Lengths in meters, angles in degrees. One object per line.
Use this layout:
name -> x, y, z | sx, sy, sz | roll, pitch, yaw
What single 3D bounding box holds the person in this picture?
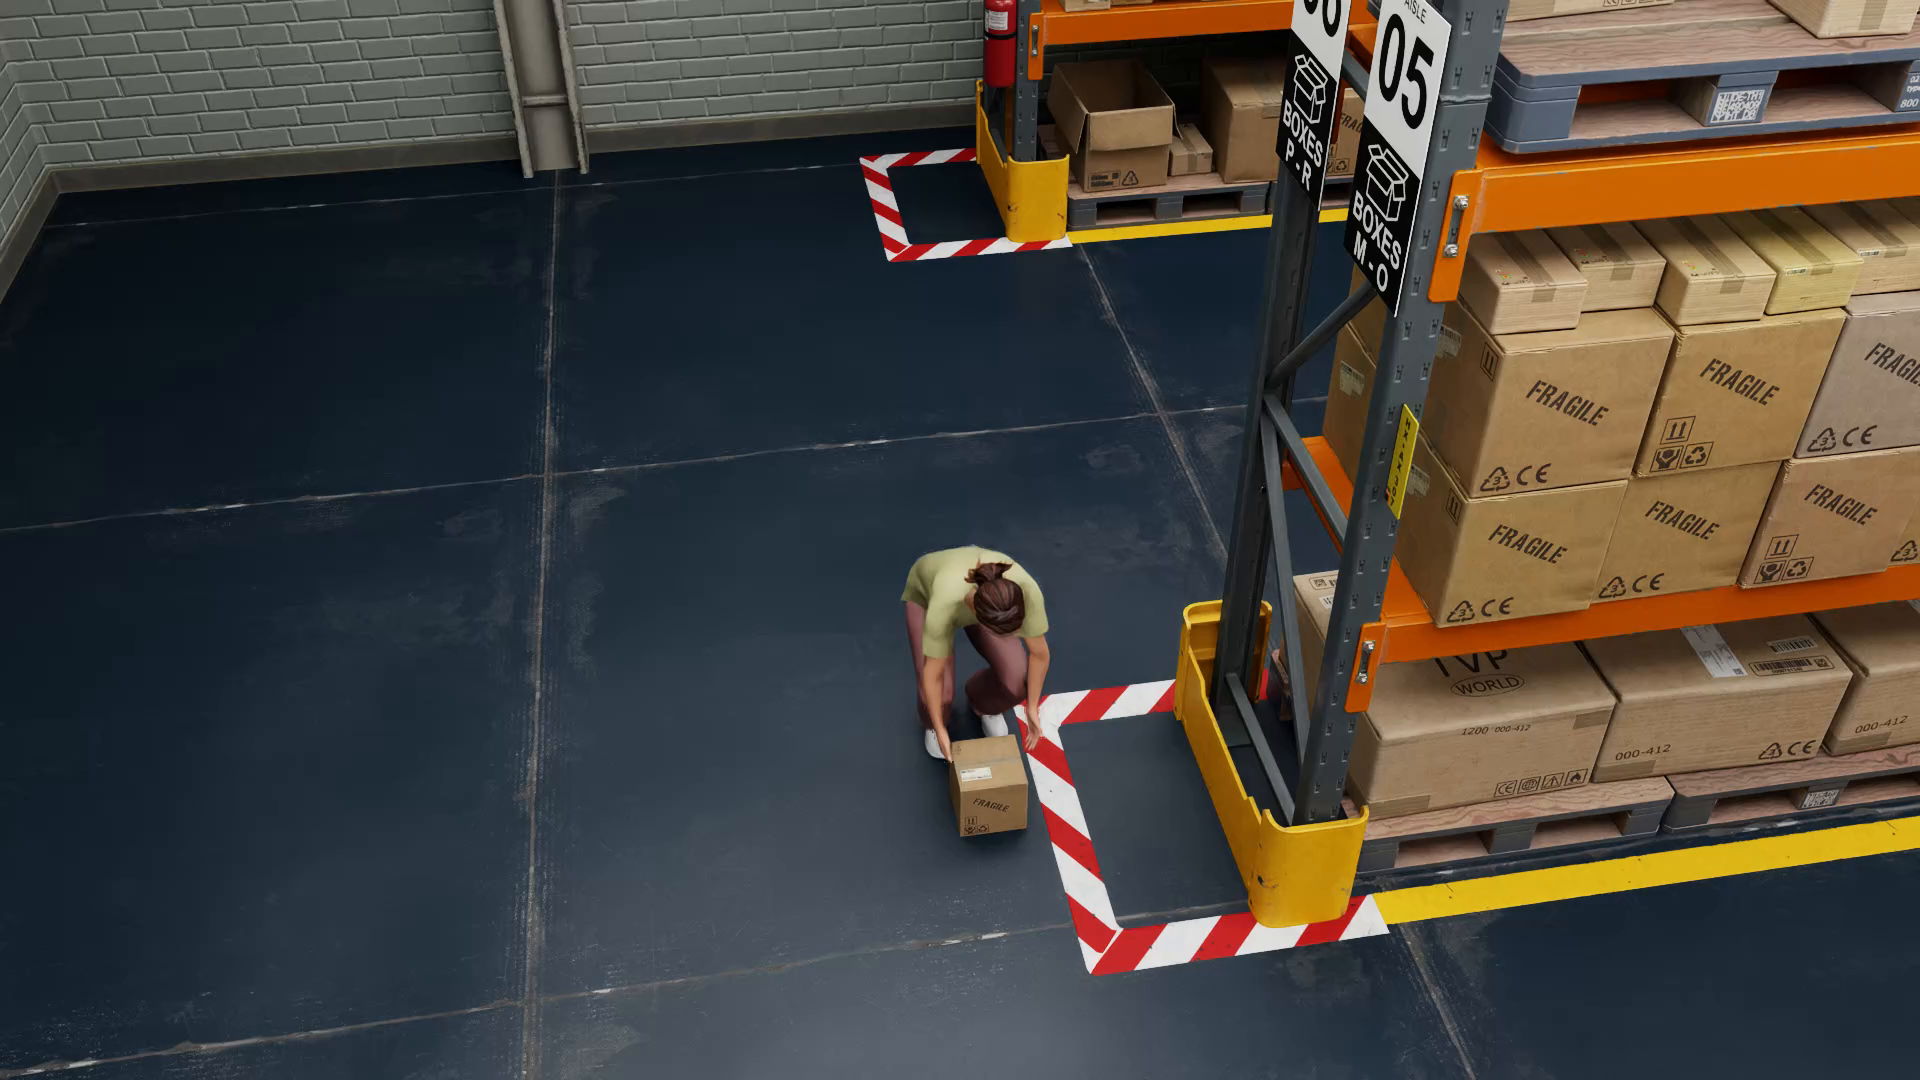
person -> 0.057, 0.379, 6.206 | 0.491, 1.023, 0.777 | -8, 40, -10
